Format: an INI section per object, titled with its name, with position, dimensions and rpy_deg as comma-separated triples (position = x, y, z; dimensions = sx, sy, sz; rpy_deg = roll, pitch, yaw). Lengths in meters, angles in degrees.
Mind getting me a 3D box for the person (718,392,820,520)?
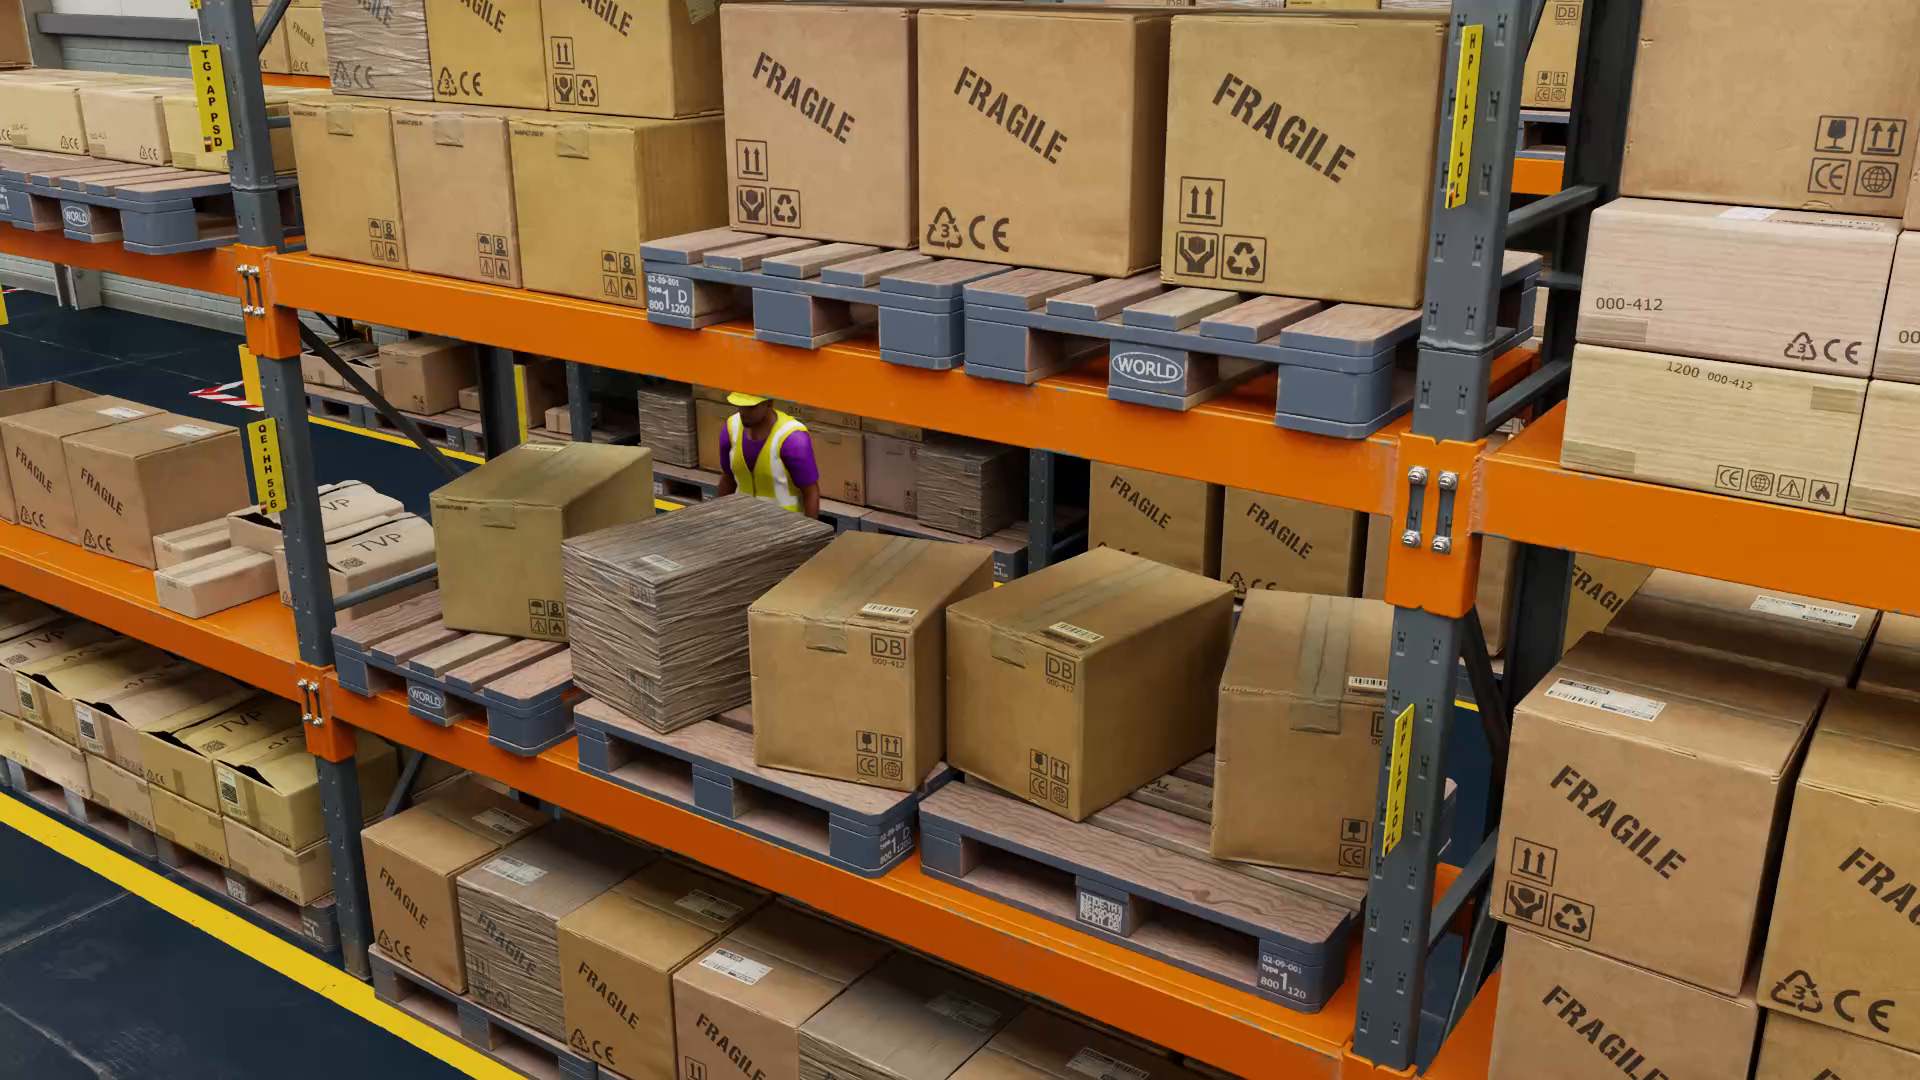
[person]
position = -1.025, -0.057, 8.711
dimensions = 0.628, 1.755, 0.461
rpy_deg = 12, 23, 29
